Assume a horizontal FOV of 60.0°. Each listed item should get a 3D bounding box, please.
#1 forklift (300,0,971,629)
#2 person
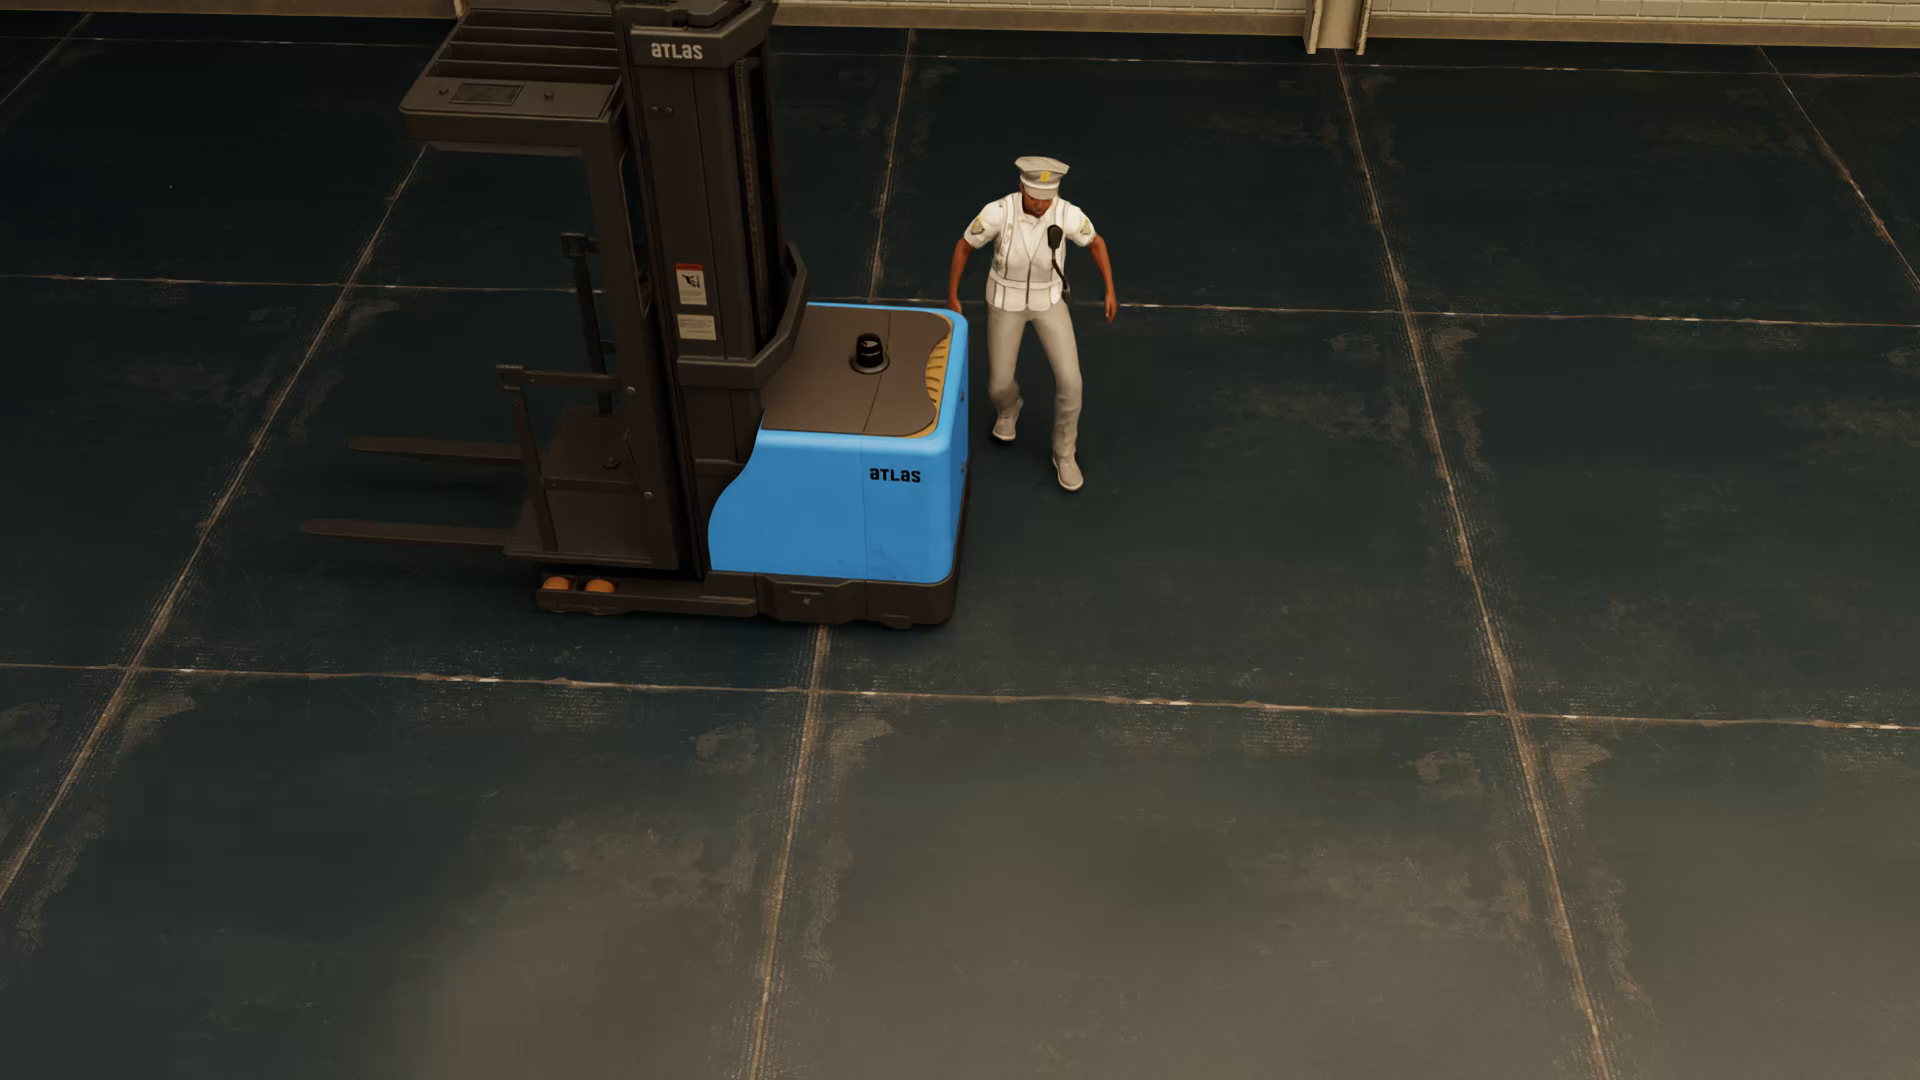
[{"bbox_3d":[-1.496,-1.093,6.939,3.031,2.935,1.130,4,43,4],"label":"forklift"},{"bbox_3d":[0.341,-1.038,7.833,0.813,1.582,0.678,0,42,0],"label":"person"}]
